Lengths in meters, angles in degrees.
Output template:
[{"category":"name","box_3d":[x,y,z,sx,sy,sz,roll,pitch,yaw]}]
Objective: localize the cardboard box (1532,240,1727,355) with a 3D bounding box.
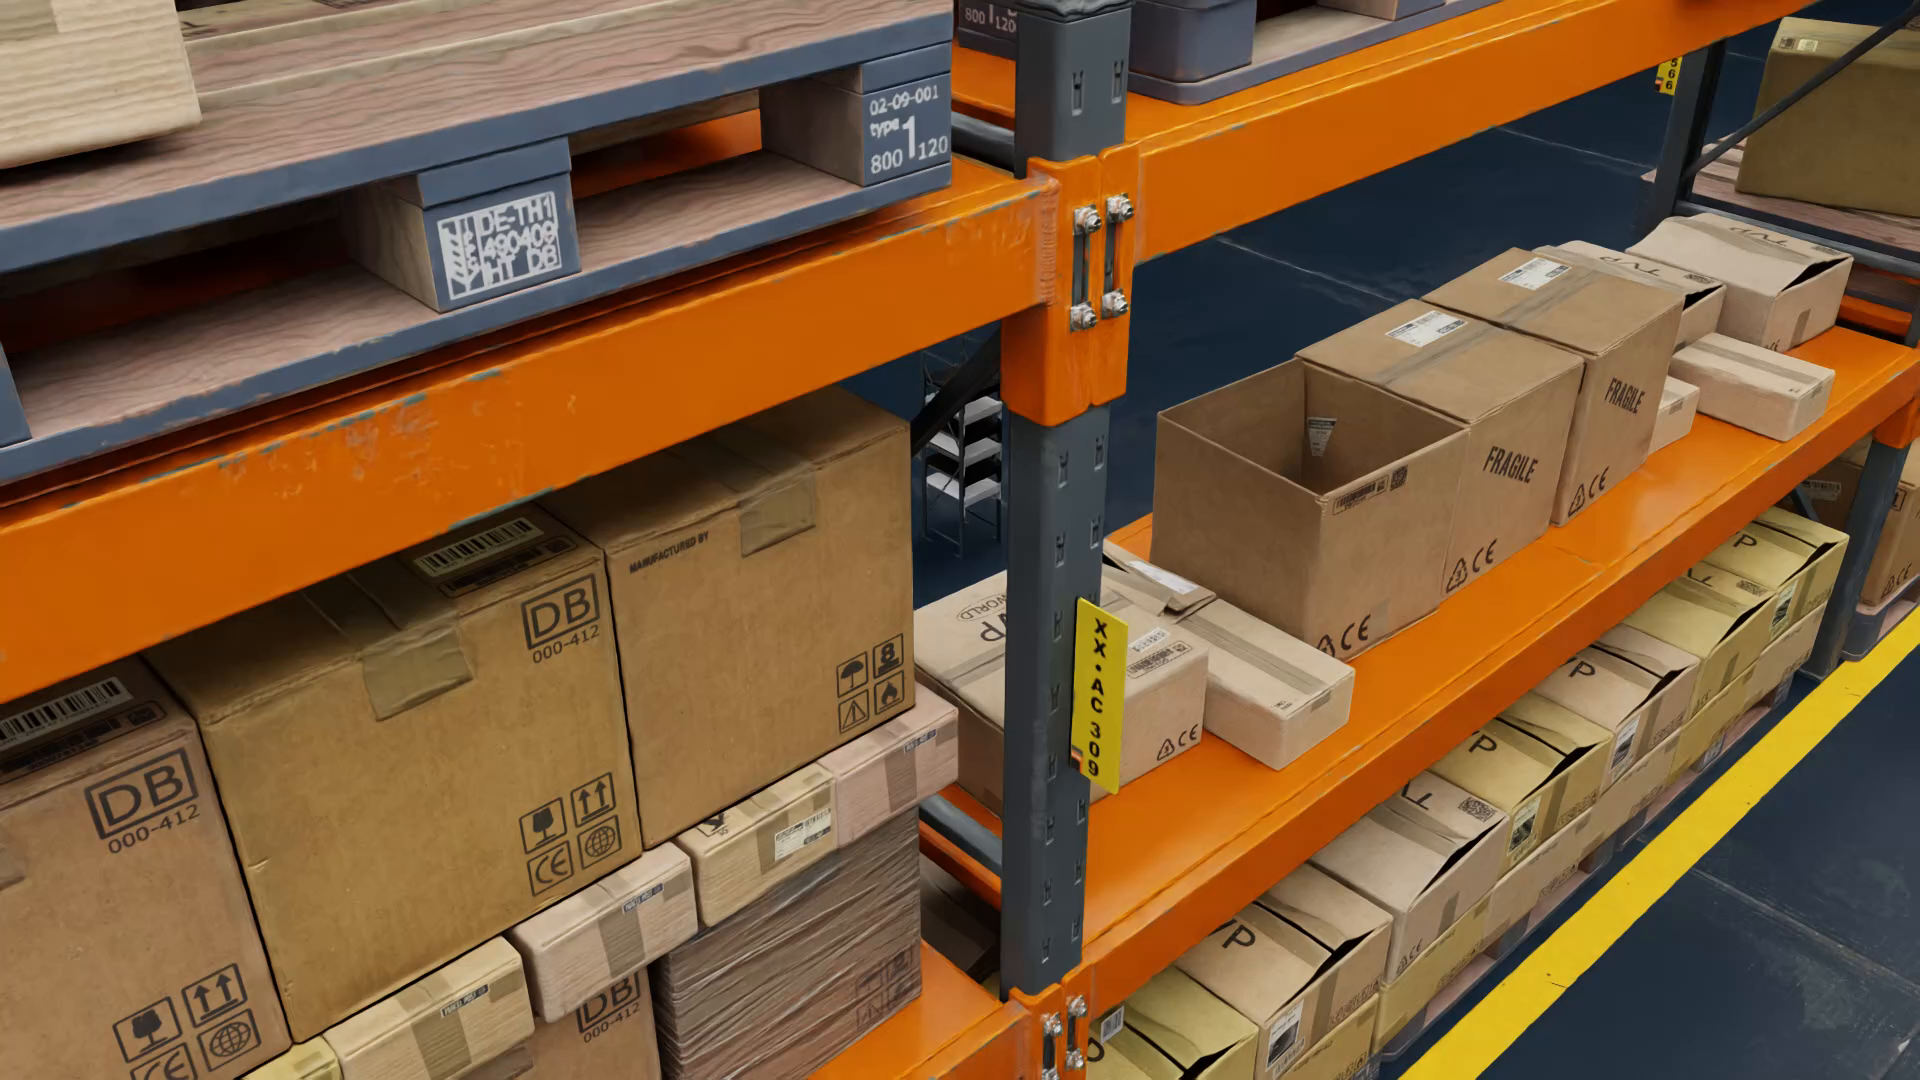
[{"category":"cardboard box","box_3d":[1.981,-0.702,5.108,0.500,0.311,0.500,-26,40,-36]}]

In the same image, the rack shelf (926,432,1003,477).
[{"category":"rack shelf","box_3d":[0.006,-0.358,6.537,0.200,0.077,0.258,-26,40,-35]}]

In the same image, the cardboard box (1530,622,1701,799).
[{"category":"cardboard box","box_3d":[1.803,0.417,4.889,0.500,0.311,0.500,-26,40,-36]}]

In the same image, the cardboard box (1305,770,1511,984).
[{"category":"cardboard box","box_3d":[1.057,0.780,4.295,0.500,0.311,0.500,-27,41,-37]}]

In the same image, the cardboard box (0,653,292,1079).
[{"category":"cardboard box","box_3d":[-1.223,0.357,1.952,0.500,0.500,0.700,-26,40,-35]}]

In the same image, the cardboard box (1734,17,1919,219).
[{"category":"cardboard box","box_3d":[3.153,-1.471,5.782,0.700,0.500,0.500,15,35,23]}]

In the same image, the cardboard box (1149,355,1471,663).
[{"category":"cardboard box","box_3d":[0.796,-0.060,3.877,0.500,0.500,0.500,-23,38,-32]}]

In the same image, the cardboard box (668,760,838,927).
[{"category":"cardboard box","box_3d":[-0.401,0.382,2.533,0.250,0.149,0.380,-27,40,-36]}]

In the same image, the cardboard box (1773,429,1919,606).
[{"category":"cardboard box","box_3d":[3.296,-0.156,6.105,0.500,0.500,0.500,-24,39,-34]}]

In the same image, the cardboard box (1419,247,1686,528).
[{"category":"cardboard box","box_3d":[1.549,-0.424,4.473,0.500,0.500,0.500,27,40,36]}]

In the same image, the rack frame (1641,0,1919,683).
[{"category":"rack frame","box_3d":[2.768,-0.983,5.482,0.127,3.000,1.000,-26,40,-35]}]

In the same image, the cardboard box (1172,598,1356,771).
[{"category":"cardboard box","box_3d":[0.624,0.307,3.613,0.250,0.149,0.380,-26,40,-35]}]

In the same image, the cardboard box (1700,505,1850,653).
[{"category":"cardboard box","box_3d":[2.551,0.052,5.486,0.500,0.311,0.500,-25,39,-34]}]

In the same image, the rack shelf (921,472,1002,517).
[{"category":"rack shelf","box_3d":[0.006,-0.205,6.631,0.200,0.077,0.258,-26,40,-35]}]

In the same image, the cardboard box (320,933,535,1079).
[{"category":"cardboard box","box_3d":[-0.784,0.569,2.226,0.250,0.149,0.380,-26,40,-36]}]

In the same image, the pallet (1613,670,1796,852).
[{"category":"pallet","box_3d":[2.138,0.484,5.756,1.213,0.211,1.003,-26,40,-35]}]

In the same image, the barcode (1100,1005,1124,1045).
[{"category":"barcode","box_3d":[0.305,0.974,3.336,0.075,0.075,0.001,-26,40,-35]}]

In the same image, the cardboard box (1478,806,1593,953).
[{"category":"cardboard box","box_3d":[1.427,0.836,4.741,0.500,0.250,0.500,-25,39,-35]}]

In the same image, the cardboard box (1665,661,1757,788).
[{"category":"cardboard box","box_3d":[2.173,0.475,5.331,0.500,0.250,0.500,-26,40,-36]}]

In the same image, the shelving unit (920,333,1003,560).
[{"category":"shelving unit","box_3d":[0.006,-0.387,6.520,0.210,0.900,0.258,-26,40,-35]}]

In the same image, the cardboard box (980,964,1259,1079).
[{"category":"cardboard box","box_3d":[0.307,1.139,3.707,0.500,0.311,0.500,-26,40,-35]}]

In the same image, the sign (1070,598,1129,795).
[{"category":"sign","box_3d":[0.214,0.245,2.569,0.005,0.325,0.100,-26,40,-35]}]

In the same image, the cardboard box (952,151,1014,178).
[{"category":"cardboard box","box_3d":[0.026,-2.349,9.375,0.750,0.750,0.750,-26,40,-36]}]

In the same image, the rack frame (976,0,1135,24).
[{"category":"rack frame","box_3d":[-0.165,-2.124,1.597,0.127,3.000,1.000,-26,40,-35]}]

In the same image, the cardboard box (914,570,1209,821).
[{"category":"cardboard box","box_3d":[0.166,0.309,3.514,0.500,0.250,0.500,-23,38,-33]}]

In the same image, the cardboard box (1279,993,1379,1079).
[{"category":"cardboard box","box_3d":[0.675,1.201,4.144,0.500,0.250,0.500,-25,39,-34]}]

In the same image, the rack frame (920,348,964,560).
[{"category":"rack frame","box_3d":[-0.069,-0.351,6.461,0.006,0.900,0.240,-26,40,-35]}]

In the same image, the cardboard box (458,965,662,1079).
[{"category":"cardboard box","box_3d":[-0.868,0.743,2.564,0.500,0.500,0.700,-26,40,-36]}]

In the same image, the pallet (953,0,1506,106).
[{"category":"pallet","box_3d":[0.473,-1.080,2.949,0.805,0.209,1.217,27,41,37]}]

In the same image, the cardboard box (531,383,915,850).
[{"category":"cardboard box","box_3d":[-0.486,0.000,2.536,0.500,0.500,0.700,-26,40,-35]}]

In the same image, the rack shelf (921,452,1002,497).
[{"category":"rack shelf","box_3d":[0.006,-0.282,6.584,0.200,0.077,0.258,-26,40,-35]}]

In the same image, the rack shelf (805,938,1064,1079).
[{"category":"rack shelf","box_3d":[-1.632,1.452,2.189,4.000,0.370,1.077,-26,40,-35]}]

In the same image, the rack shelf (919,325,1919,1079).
[{"category":"rack shelf","box_3d":[1.302,0.033,4.510,4.000,0.370,1.077,-26,40,-35]}]

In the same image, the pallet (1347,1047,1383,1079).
[{"category":"pallet","box_3d":[0.349,1.349,4.341,1.213,0.211,1.003,-26,40,-35]}]
